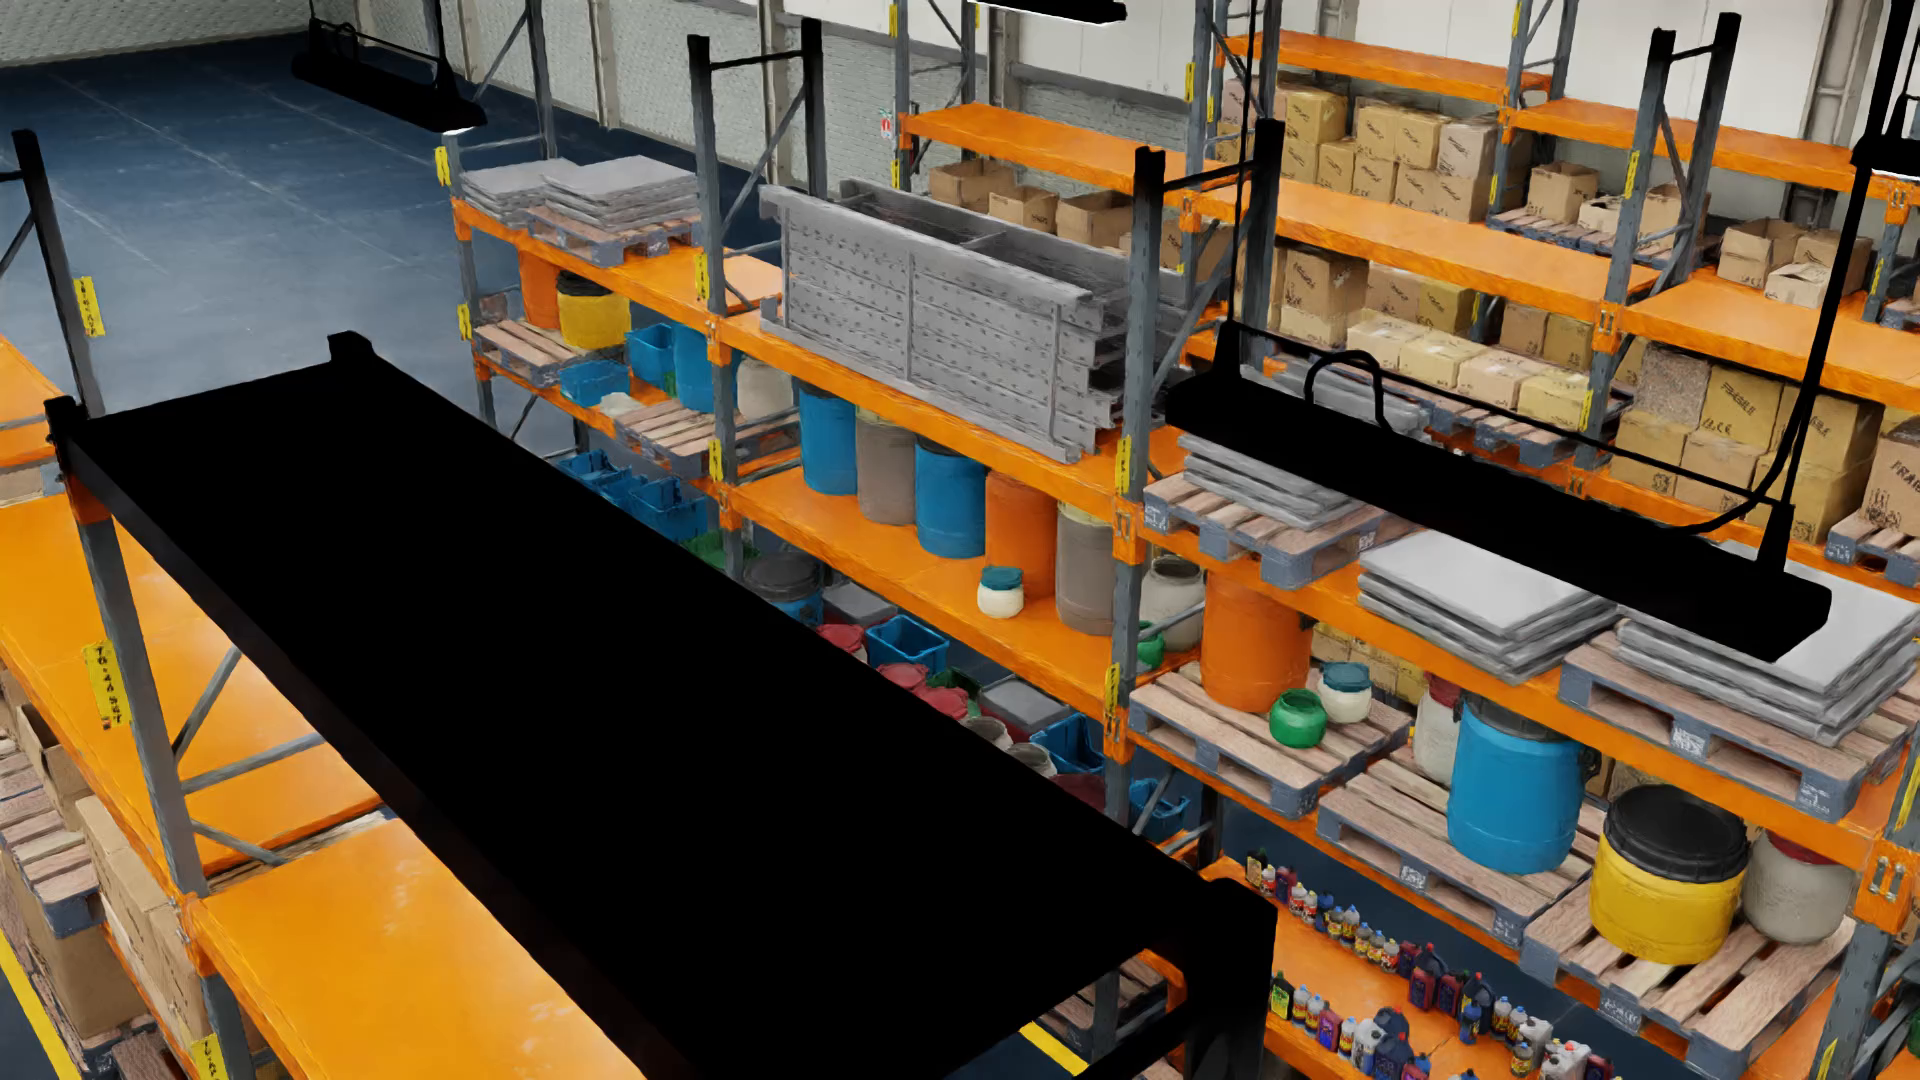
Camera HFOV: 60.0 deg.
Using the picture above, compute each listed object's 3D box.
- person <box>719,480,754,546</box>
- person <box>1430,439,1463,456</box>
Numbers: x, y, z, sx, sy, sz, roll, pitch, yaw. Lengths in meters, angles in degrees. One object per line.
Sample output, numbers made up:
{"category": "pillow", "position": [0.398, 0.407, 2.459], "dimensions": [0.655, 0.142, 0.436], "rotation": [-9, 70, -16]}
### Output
{"category": "person", "position": [-2.192, -0.495, 16.560], "dimensions": [0.576, 1.768, 0.626], "rotation": [-6, 28, -11]}
{"category": "person", "position": [5.079, -0.901, 17.460], "dimensions": [0.836, 1.703, 0.710], "rotation": [16, 31, 29]}
